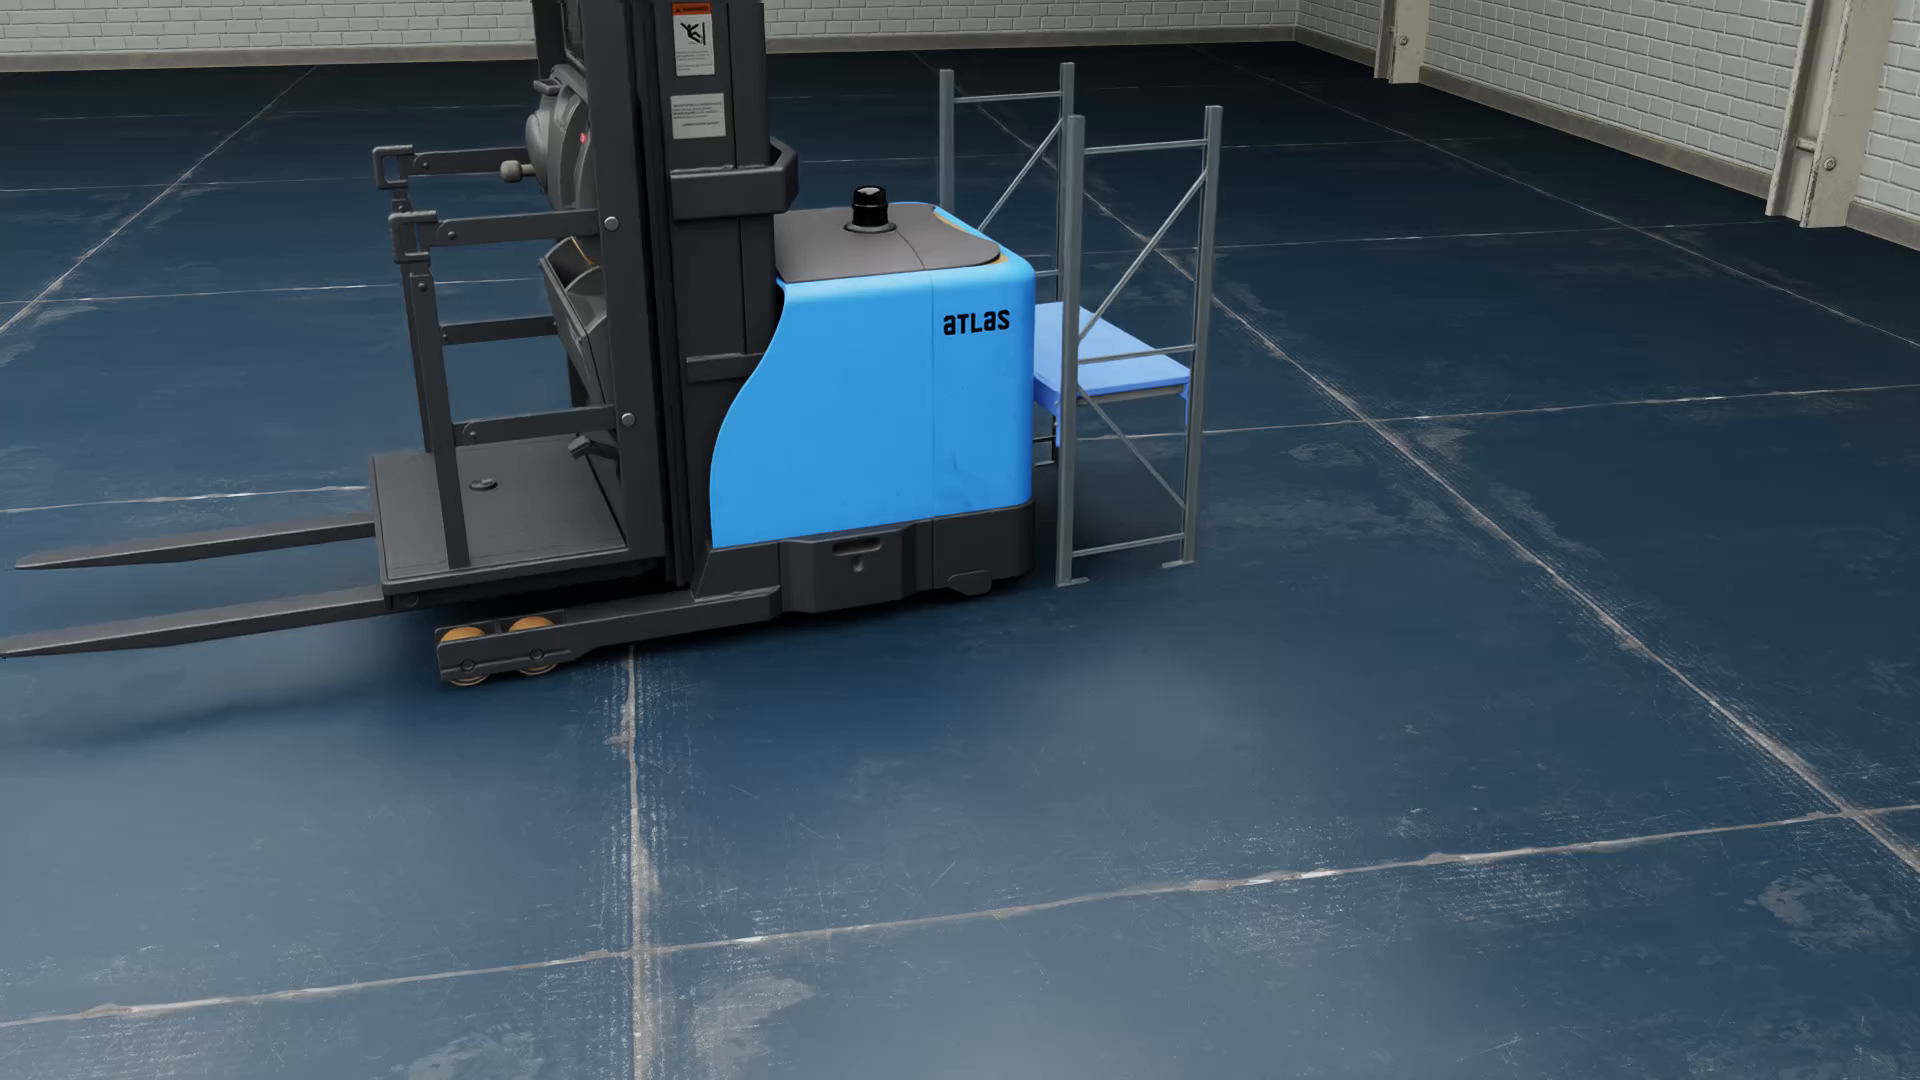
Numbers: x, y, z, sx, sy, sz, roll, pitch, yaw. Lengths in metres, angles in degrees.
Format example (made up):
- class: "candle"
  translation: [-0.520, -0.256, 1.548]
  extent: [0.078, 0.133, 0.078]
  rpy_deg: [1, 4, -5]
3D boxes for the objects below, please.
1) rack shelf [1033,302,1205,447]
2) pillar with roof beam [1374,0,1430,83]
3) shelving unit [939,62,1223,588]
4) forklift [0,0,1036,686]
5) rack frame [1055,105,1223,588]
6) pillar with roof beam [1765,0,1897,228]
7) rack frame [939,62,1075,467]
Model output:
- class: "rack shelf"
  translation: [0.357, -0.599, 5.696]
  extent: [0.538, 0.185, 1.000]
  rpy_deg: [-9, 25, -20]
- class: "pillar with roof beam"
  translation: [-0.103, -8.147, 13.161]
  extent: [9.100, 9.000, 0.400]
  rpy_deg: [-4, 24, -10]
- class: "shelving unit"
  translation: [0.357, -0.763, 5.624]
  extent: [0.538, 1.500, 1.048]
  rpy_deg: [-9, 25, -20]
- class: "forklift"
  translation: [-1.331, -1.162, 4.748]
  extent: [3.031, 2.935, 1.130]
  rpy_deg: [-8, 25, -18]
- class: "rack frame"
  translation: [0.548, -0.575, 5.192]
  extent: [0.500, 1.500, 0.032]
  rpy_deg: [-9, 25, -20]
- class: "pillar with roof beam"
  translation: [1.006, -5.787, 7.757]
  extent: [9.100, 9.000, 0.400]
  rpy_deg: [-4, 24, -10]
- class: "rack frame"
  translation: [0.166, -0.952, 6.056]
  extent: [0.500, 1.500, 0.032]
  rpy_deg: [-9, 25, -20]
